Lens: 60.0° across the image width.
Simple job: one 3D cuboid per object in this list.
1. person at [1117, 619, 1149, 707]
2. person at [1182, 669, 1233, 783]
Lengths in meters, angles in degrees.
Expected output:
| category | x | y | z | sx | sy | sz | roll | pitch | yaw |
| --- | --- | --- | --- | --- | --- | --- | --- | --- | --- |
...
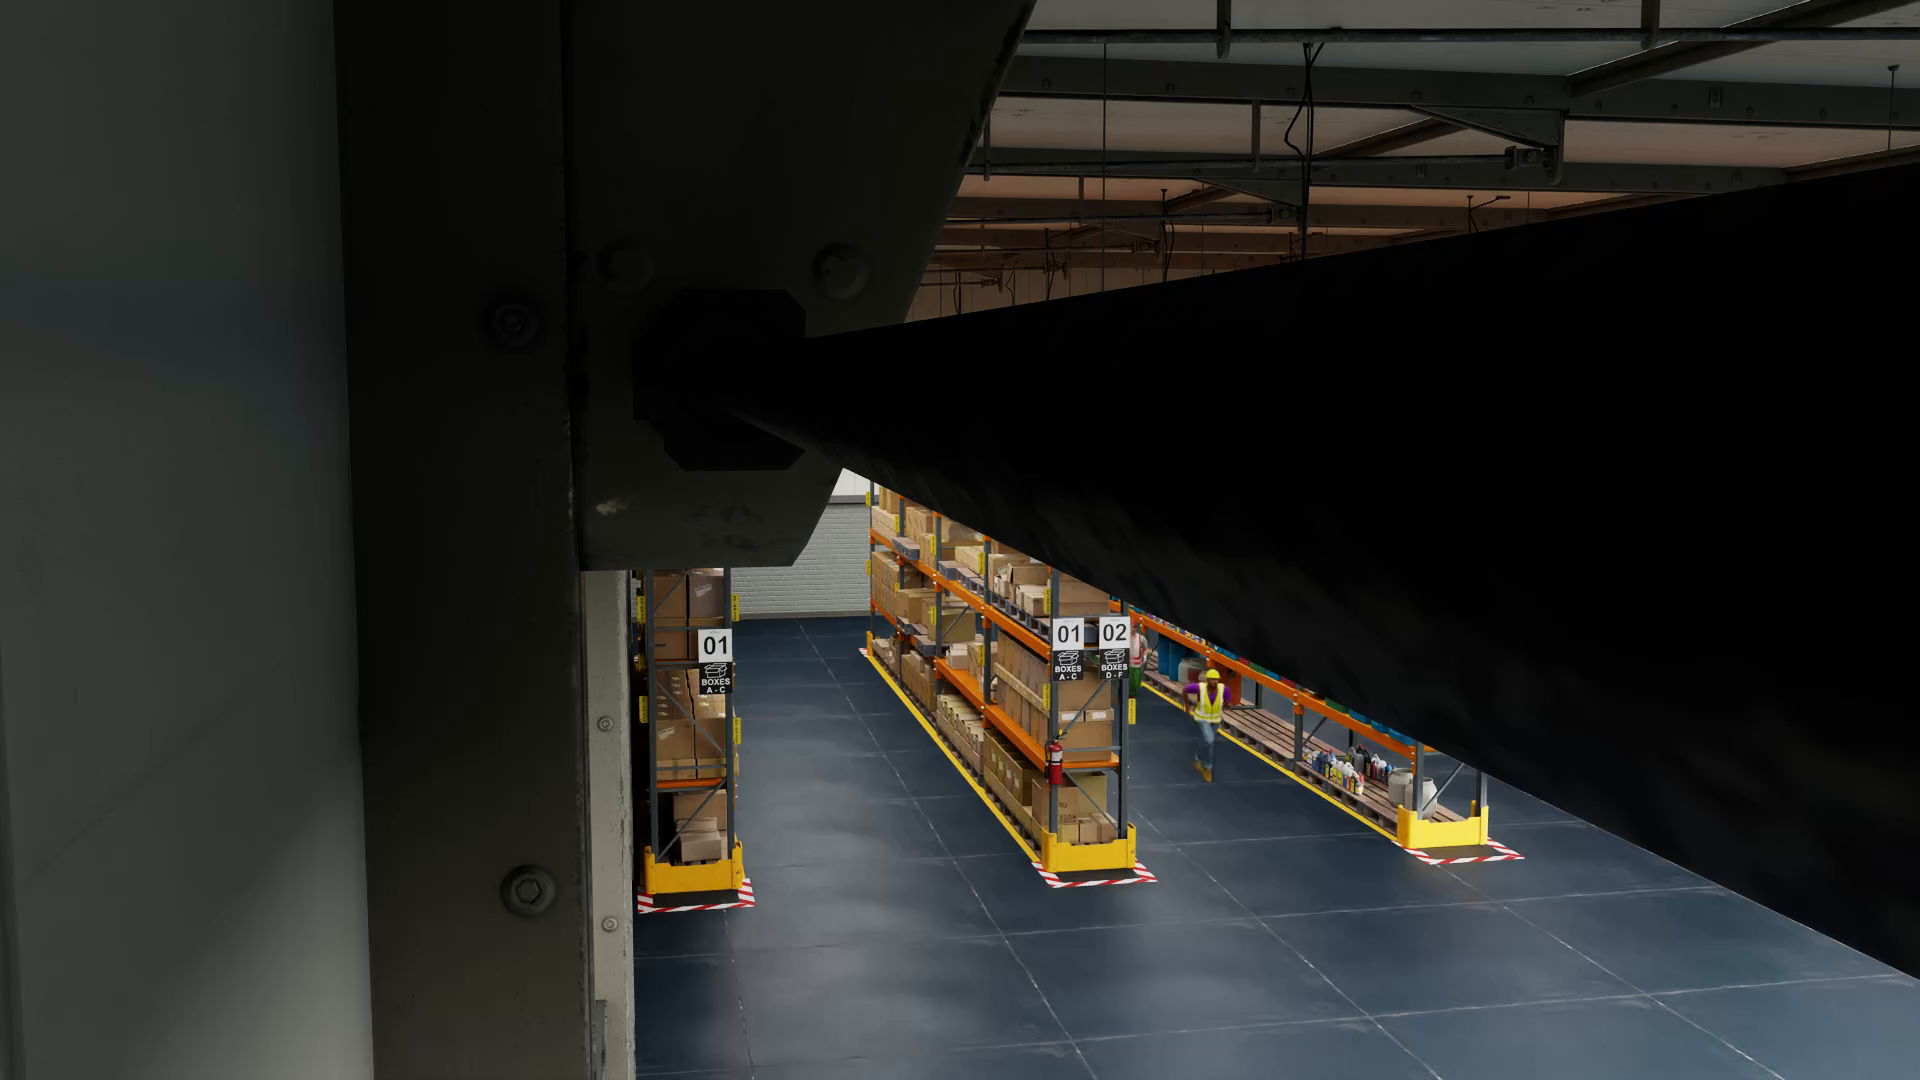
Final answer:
| category | x | y | z | sx | sy | sz | roll | pitch | yaw |
| --- | --- | --- | --- | --- | --- | --- | --- | --- | --- |
| person | 3.133 | 2.307 | 30.272 | 0.644 | 1.751 | 0.630 | -1 | 6 | -6 |
| person | 3.801 | 2.813 | 25.550 | 0.686 | 1.748 | 0.940 | -2 | 6 | -16 |
